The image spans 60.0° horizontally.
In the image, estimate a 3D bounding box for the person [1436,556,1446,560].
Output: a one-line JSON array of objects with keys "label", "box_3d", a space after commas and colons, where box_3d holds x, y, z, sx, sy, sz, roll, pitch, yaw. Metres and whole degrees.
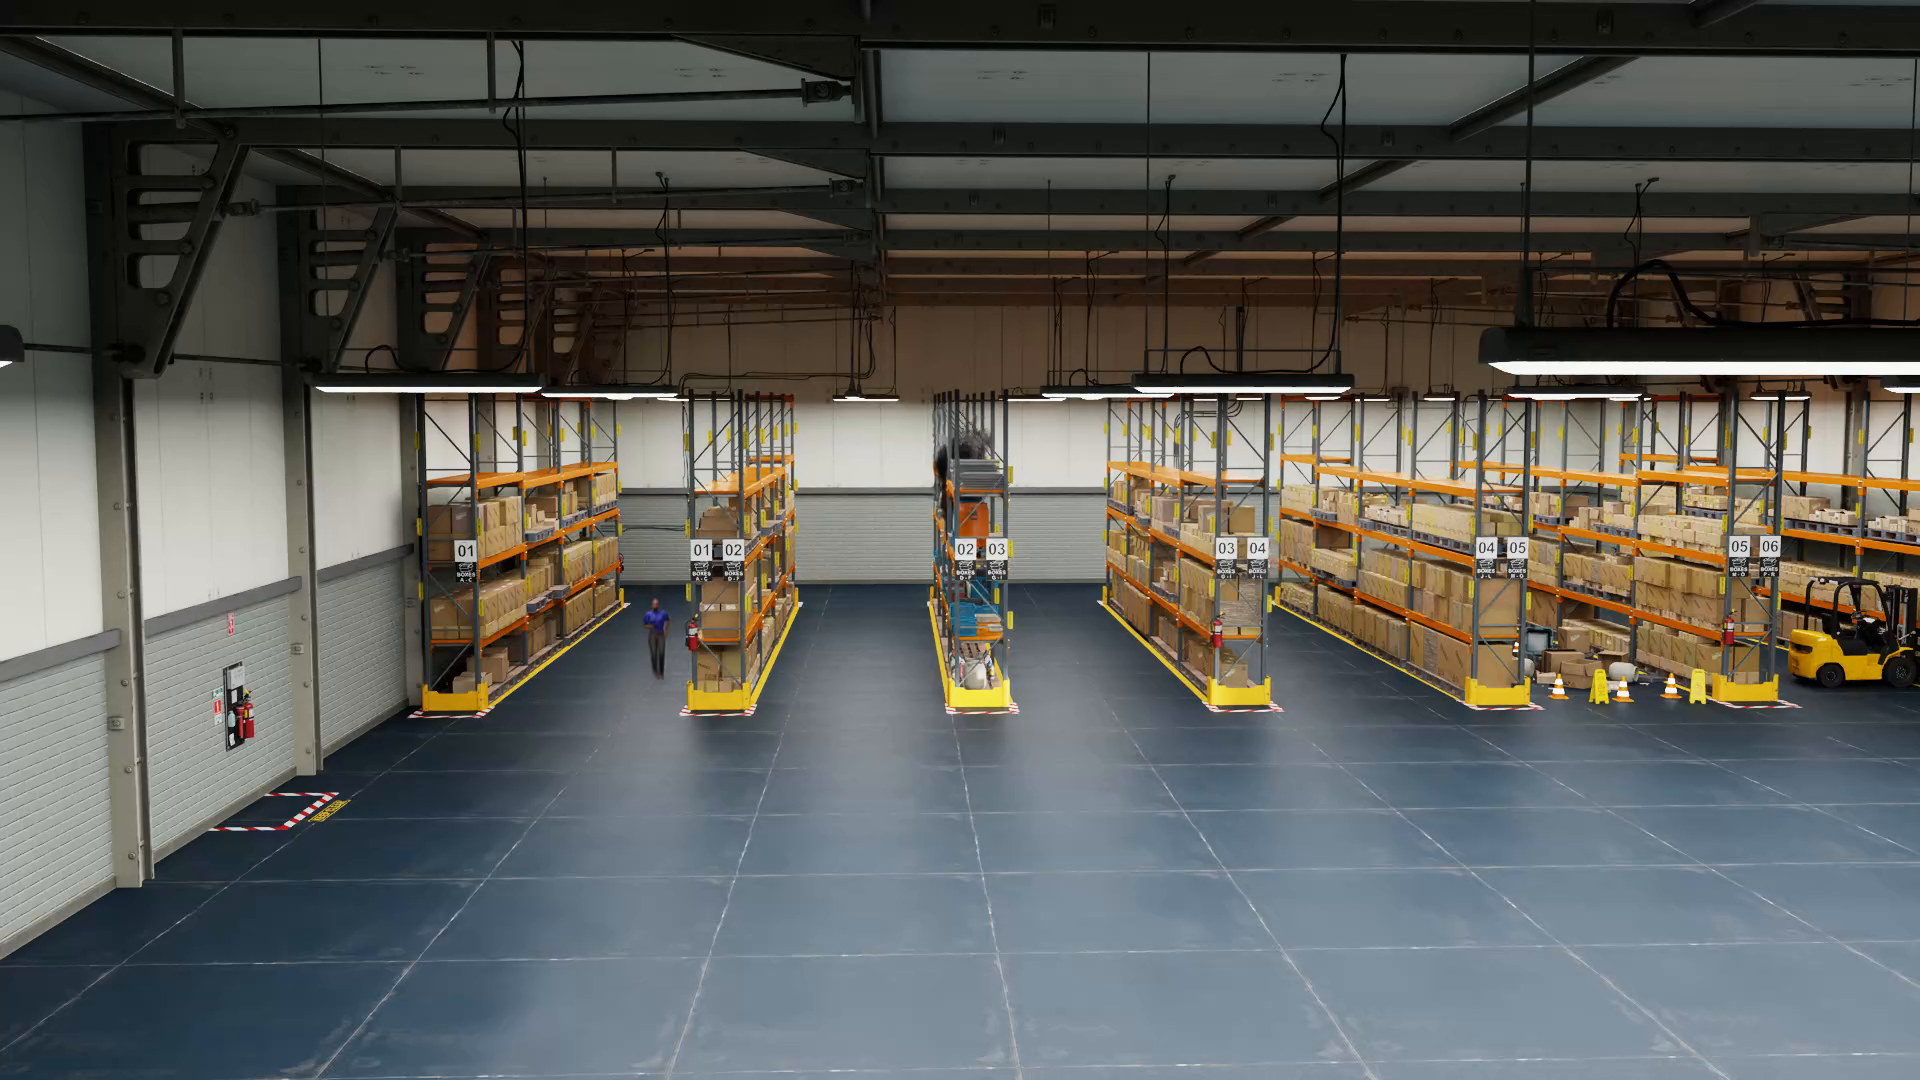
[{"label": "person", "box_3d": [14.278, 0.905, 49.354, 0.800, 1.608, 0.636, 2, 5, 20]}]

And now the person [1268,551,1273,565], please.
[{"label": "person", "box_3d": [8.687, 0.878, 48.502, 0.727, 1.815, 0.725, -3, 5, -29]}]

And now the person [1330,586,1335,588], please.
[{"label": "person", "box_3d": [11.270, 0.874, 49.197, 0.970, 1.668, 0.720, 0, 5, -1]}]

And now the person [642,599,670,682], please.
[{"label": "person", "box_3d": [-6.327, 2.075, 34.648, 0.564, 1.716, 0.794, -1, 5, -9]}]
